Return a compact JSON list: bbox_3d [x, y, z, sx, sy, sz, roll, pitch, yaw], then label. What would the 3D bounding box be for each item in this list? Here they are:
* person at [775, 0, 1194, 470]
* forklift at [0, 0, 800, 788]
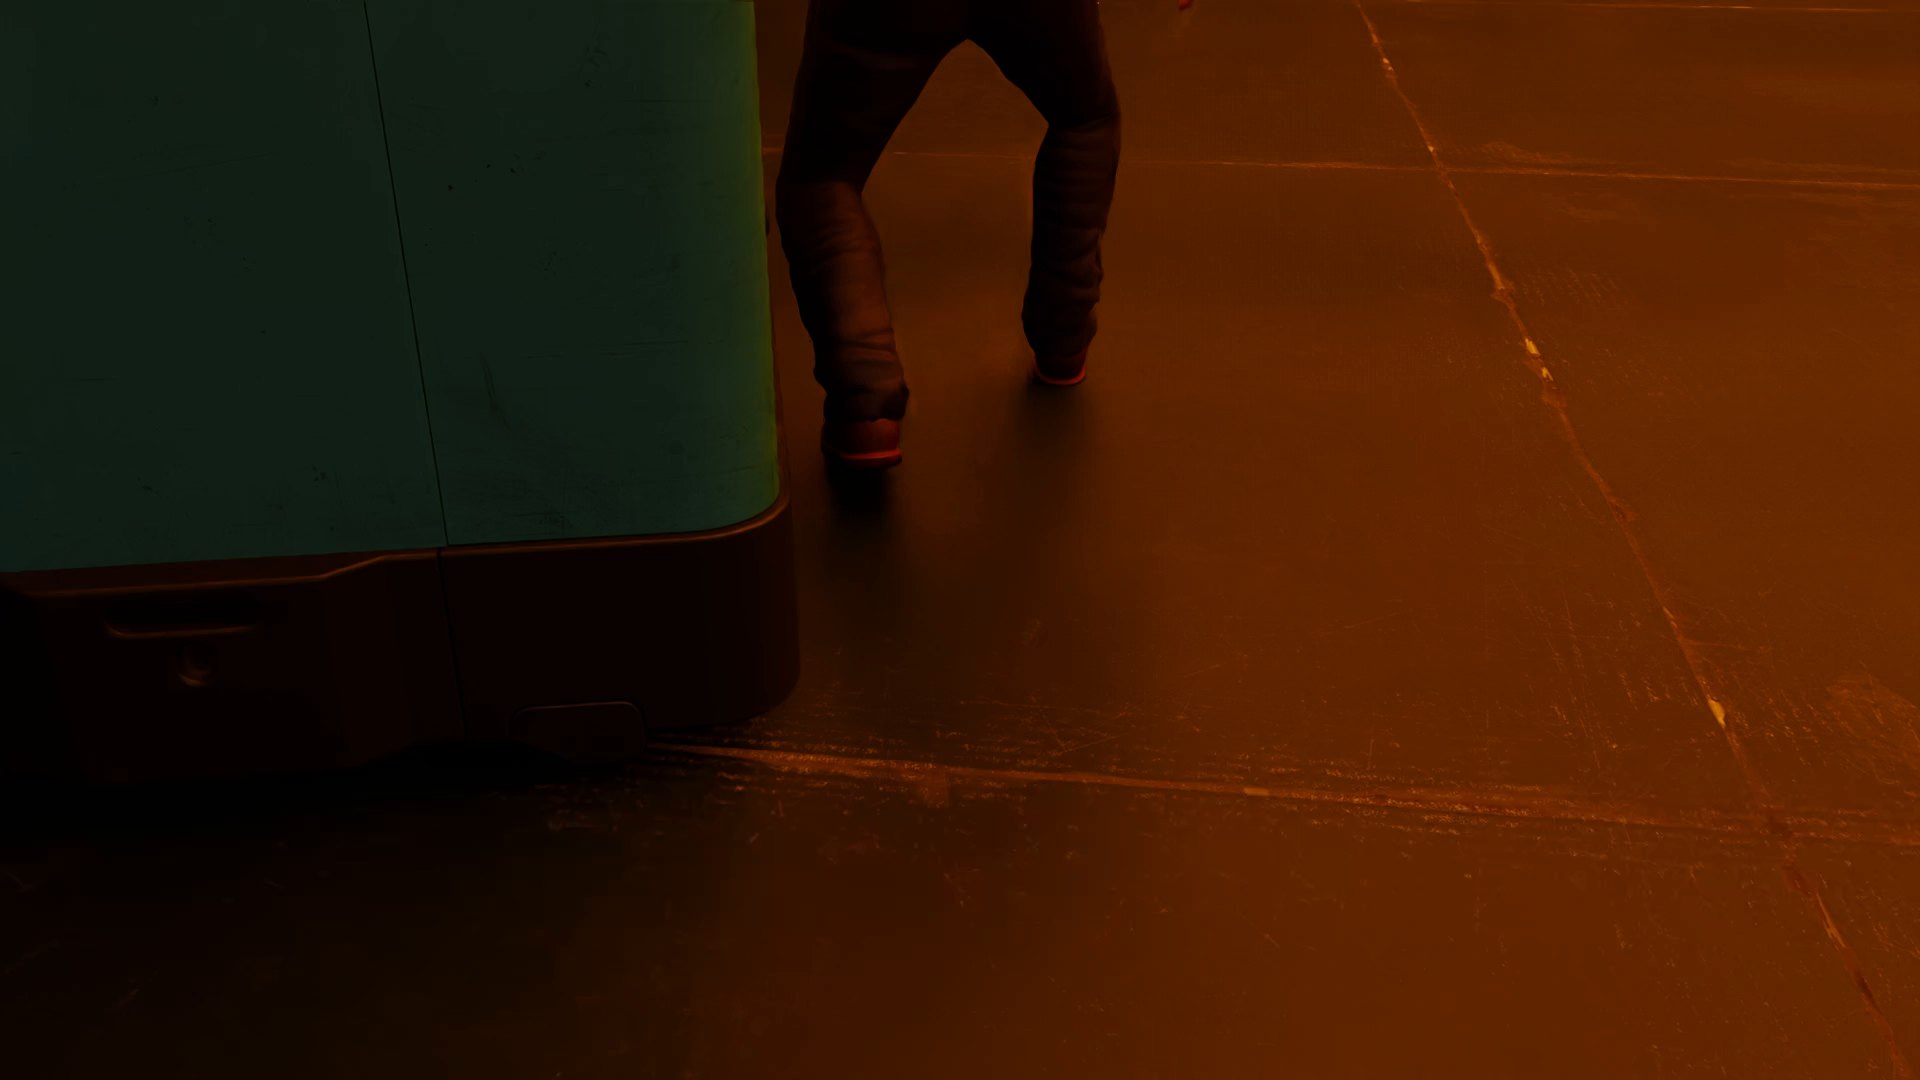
[{"bbox_3d":[0.045,-0.935,2.681,0.738,1.534,0.831,-6,27,-12],"label":"person"},{"bbox_3d":[-1.752,-1.183,1.588,3.031,2.935,1.130,-3,27,-7],"label":"forklift"}]
